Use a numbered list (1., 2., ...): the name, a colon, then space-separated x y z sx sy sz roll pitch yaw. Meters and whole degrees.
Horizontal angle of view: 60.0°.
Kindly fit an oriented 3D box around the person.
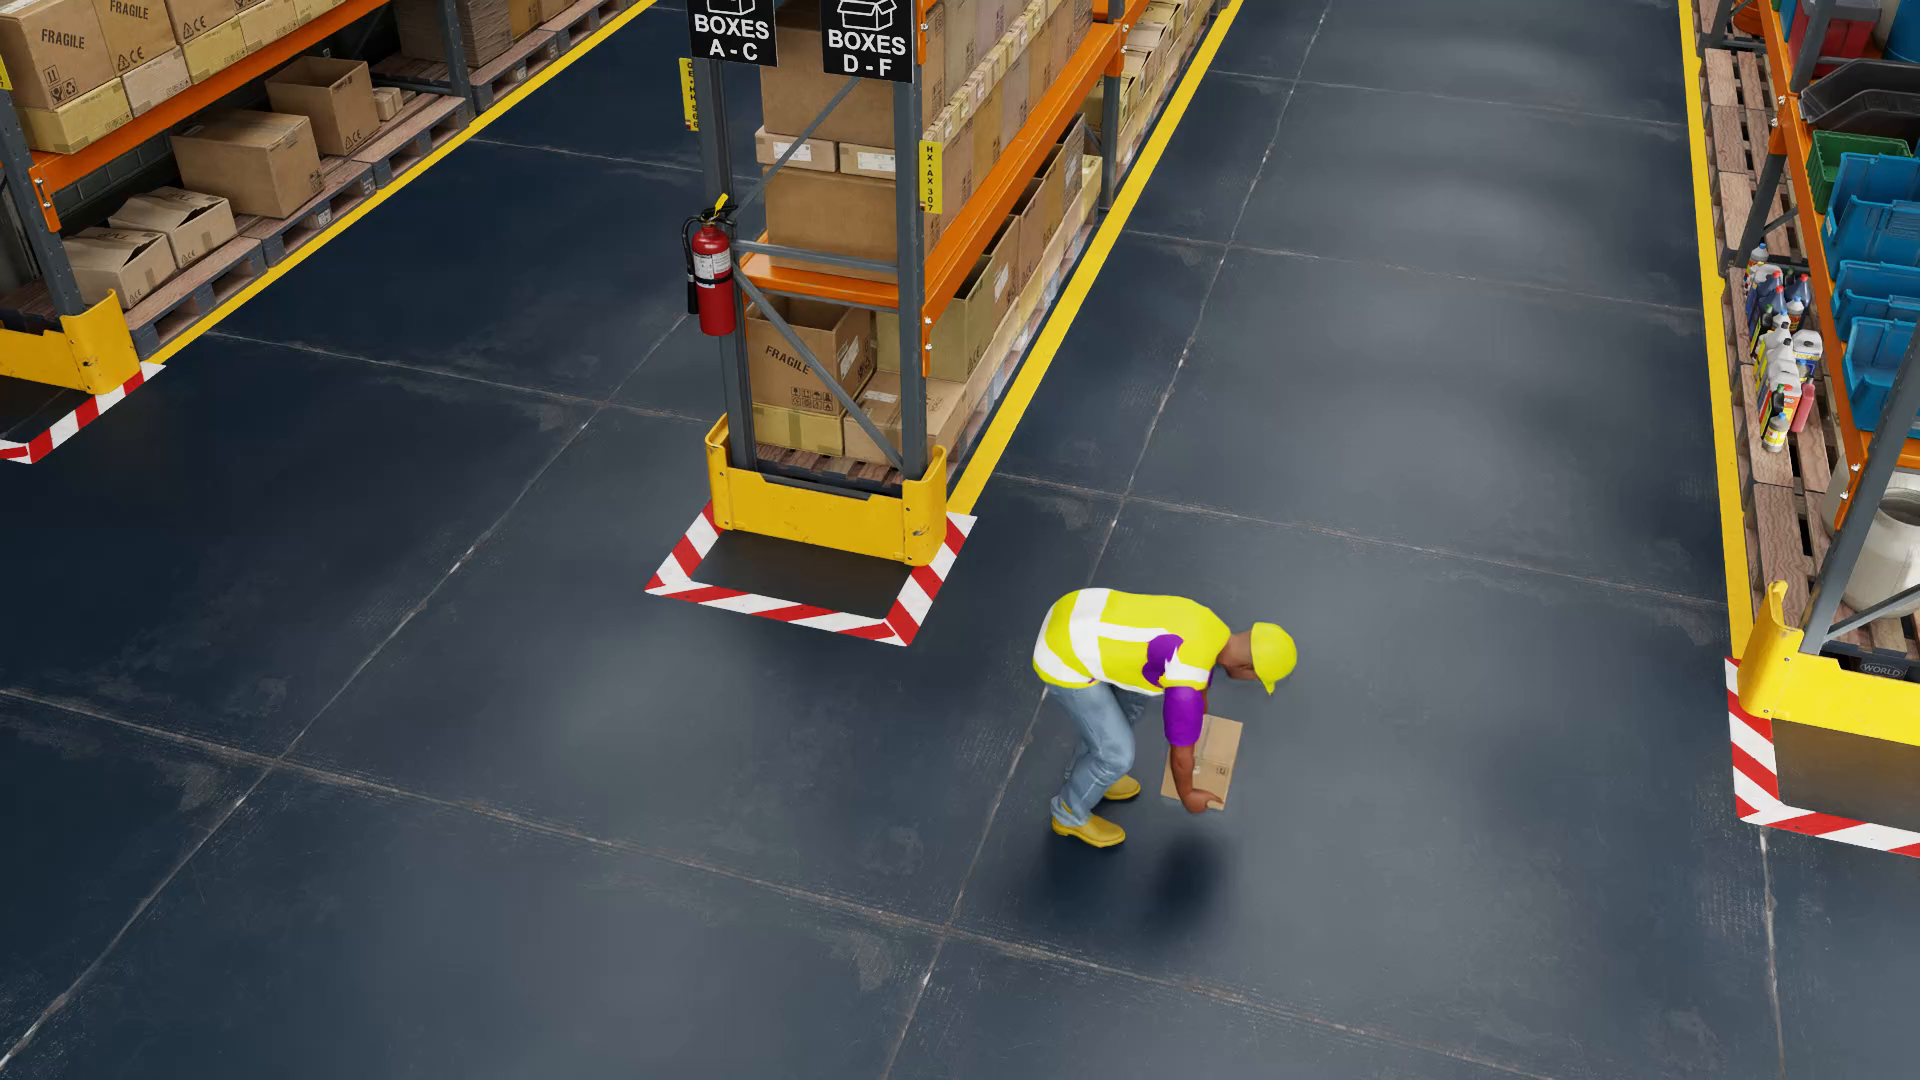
1. person: 0.770 0.697 6.477 0.979 1.119 0.477 9 38 12
